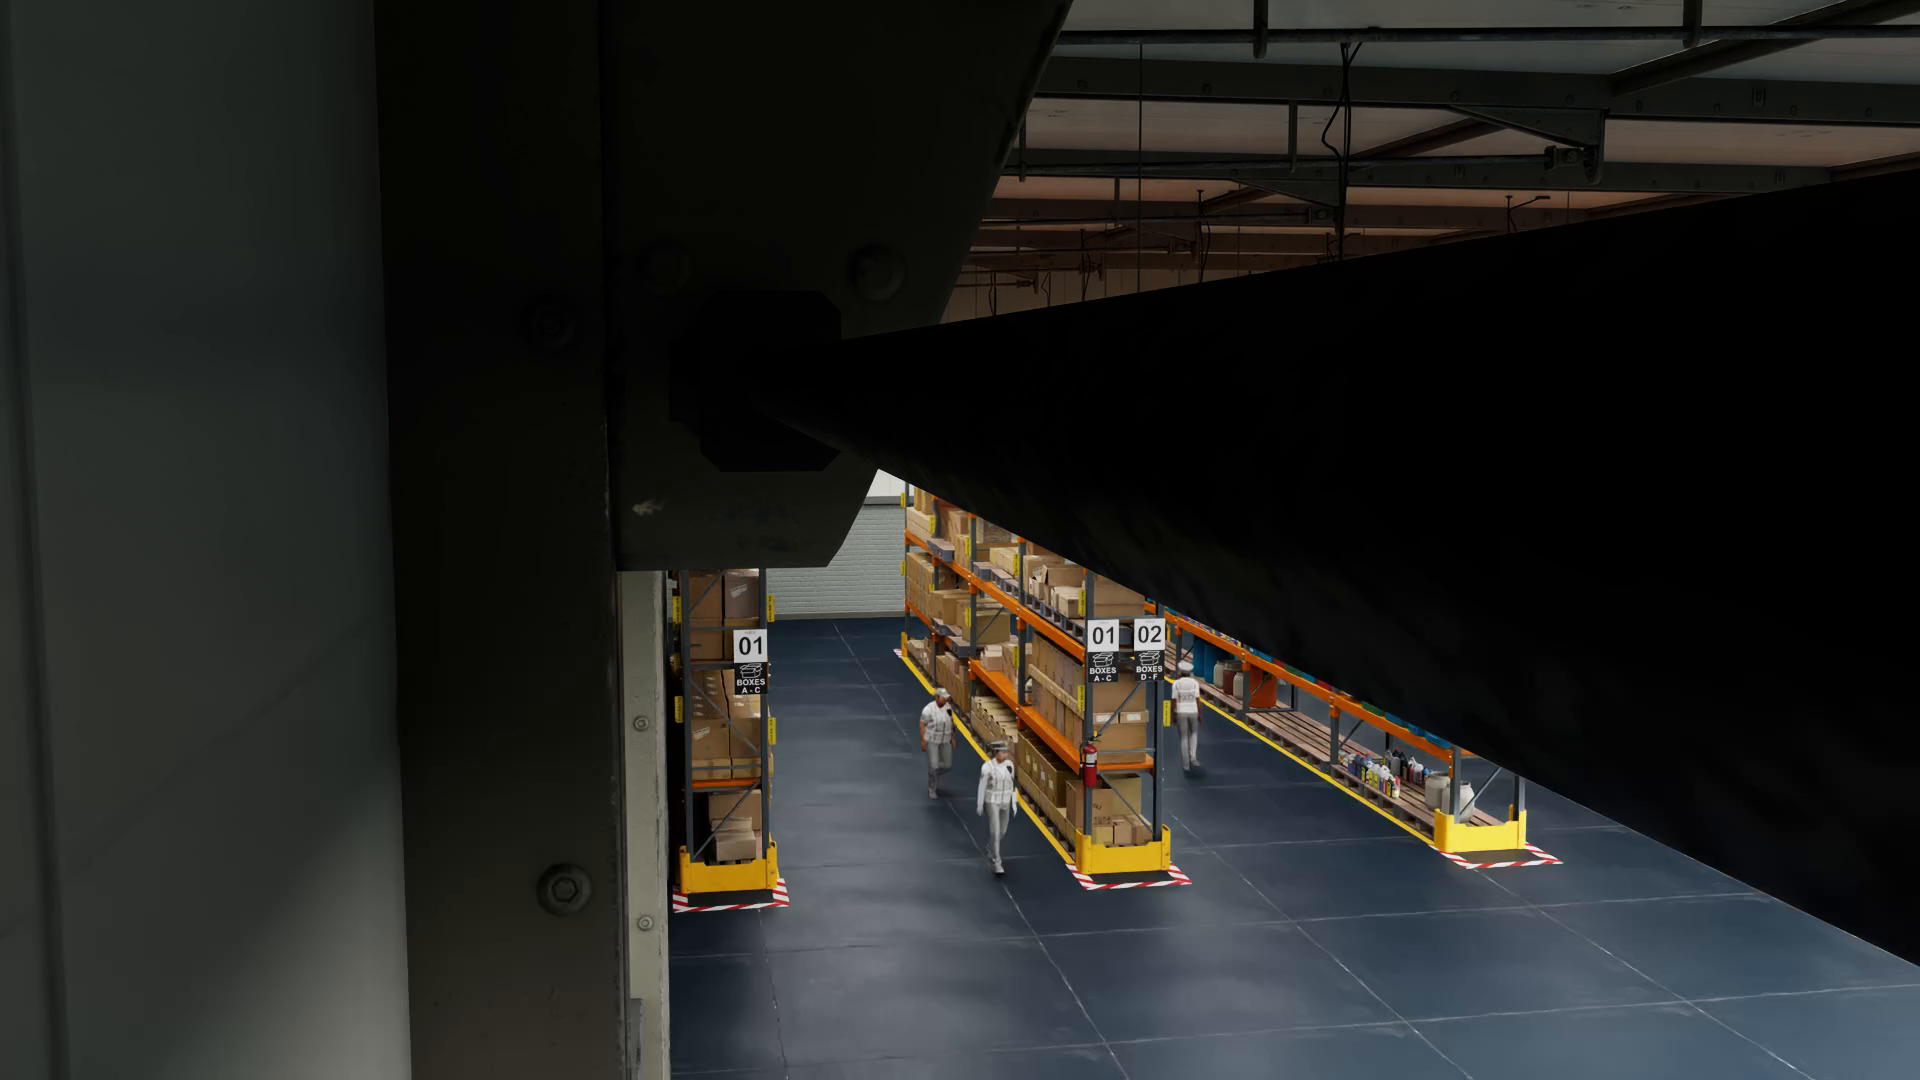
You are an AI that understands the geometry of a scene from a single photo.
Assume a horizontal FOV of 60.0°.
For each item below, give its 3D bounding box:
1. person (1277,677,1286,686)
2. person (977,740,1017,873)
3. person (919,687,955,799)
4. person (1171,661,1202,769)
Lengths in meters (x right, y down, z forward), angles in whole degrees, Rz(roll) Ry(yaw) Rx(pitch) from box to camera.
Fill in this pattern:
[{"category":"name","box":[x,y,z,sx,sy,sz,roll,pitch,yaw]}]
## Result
[{"category":"person","box":[6.417,2.032,33.454,0.586,1.679,0.878,0,6,-5]},{"category":"person","box":[0.467,3.334,21.087,0.492,1.637,0.846,-3,7,-30]},{"category":"person","box":[-0.363,2.974,24.655,0.538,1.643,0.634,-3,7,-30]},{"category":"person","box":[3.571,2.772,26.272,0.485,1.687,0.515,0,6,1]}]
